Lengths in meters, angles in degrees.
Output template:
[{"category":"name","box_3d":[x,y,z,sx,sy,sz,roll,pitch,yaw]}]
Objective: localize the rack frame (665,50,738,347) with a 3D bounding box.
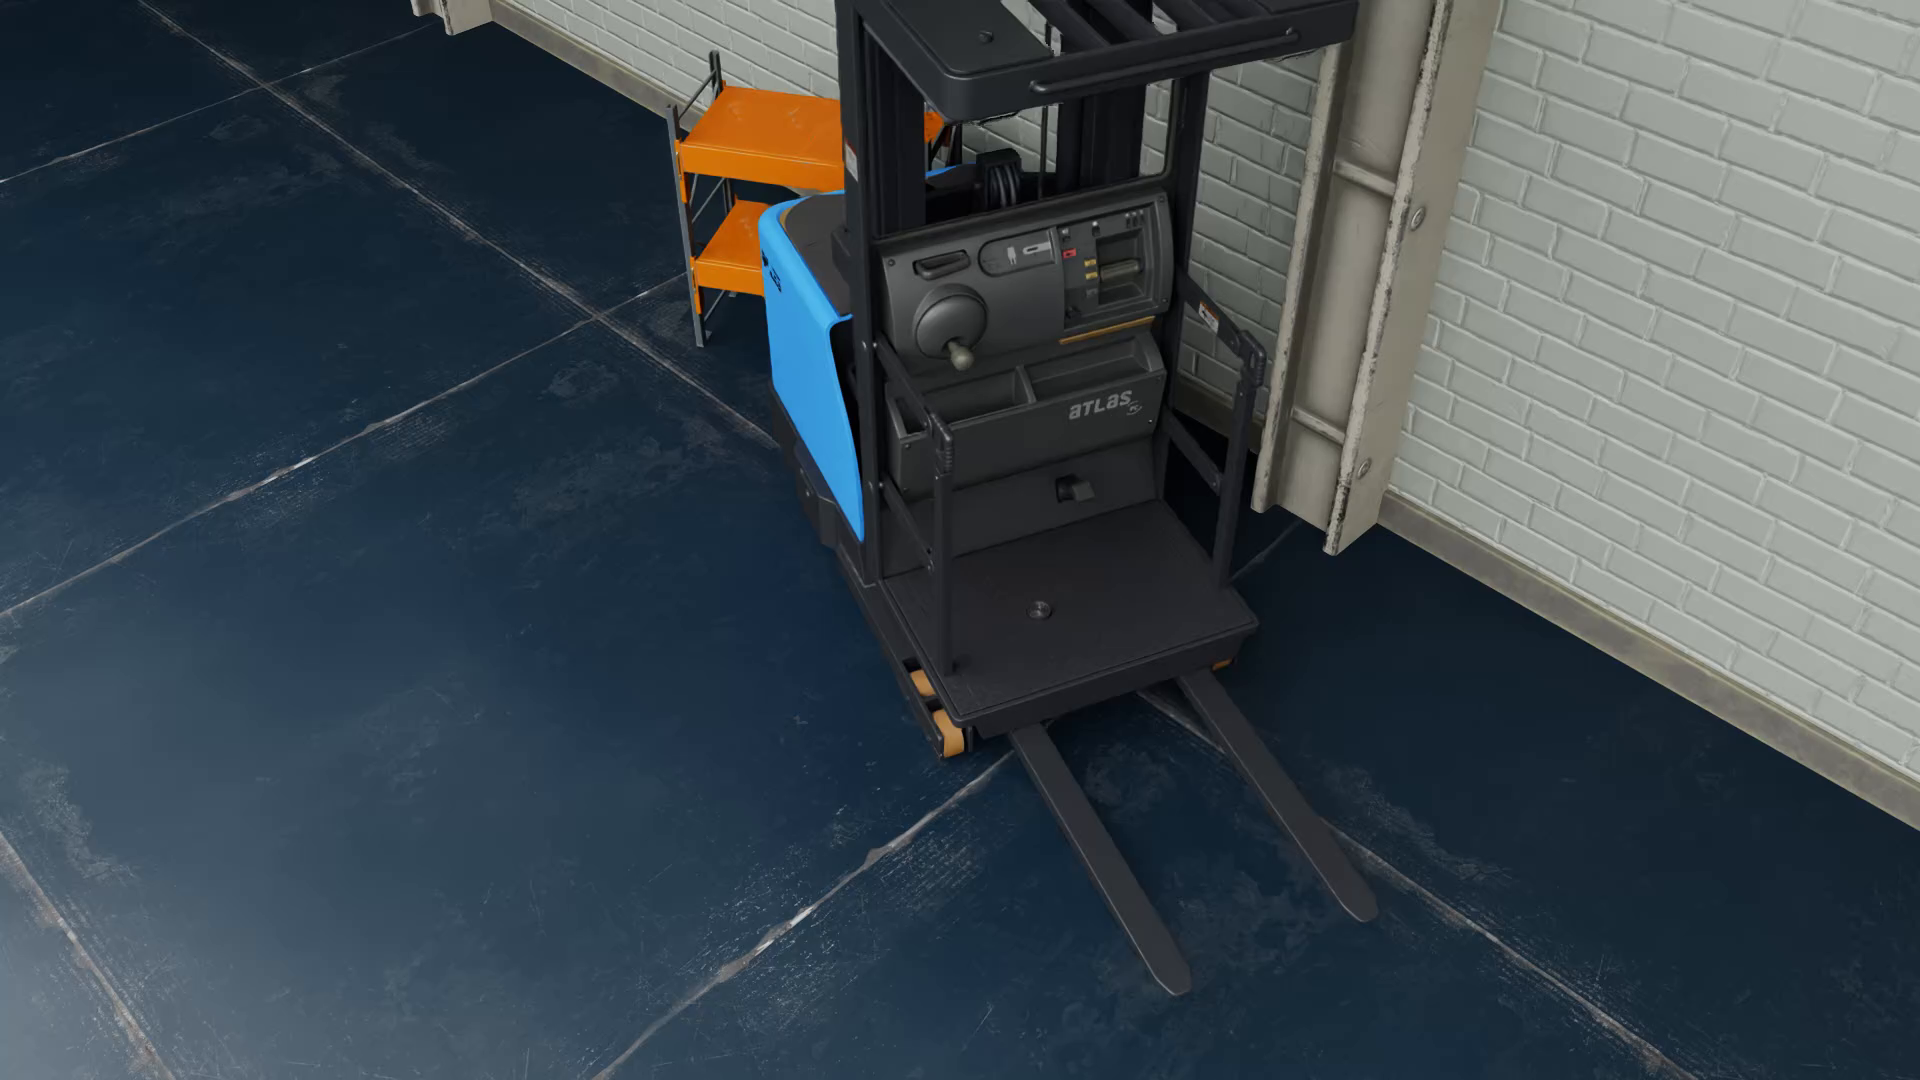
[{"category":"rack frame","box_3d":[-1.055,-1.408,6.945,0.032,1.125,0.500,10,44,11]}]

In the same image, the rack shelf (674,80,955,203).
[{"category":"rack shelf","box_3d":[-0.563,-1.535,6.651,1.000,0.278,0.538,10,44,11]}]

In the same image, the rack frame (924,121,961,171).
[{"category":"rack frame","box_3d":[-0.072,-1.232,6.754,0.032,1.125,0.500,10,44,11]}]

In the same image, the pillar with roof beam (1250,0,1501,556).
[{"category":"pillar with roof beam","box_3d":[-1.689,-1.348,1.078,9.100,9.000,0.400,-34,53,-31]}]

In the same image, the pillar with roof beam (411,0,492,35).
[{"category":"pillar with roof beam","box_3d":[-5.926,-4.231,4.198,9.100,9.000,0.400,-34,53,-31]}]

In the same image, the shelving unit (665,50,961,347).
[{"category":"shelving unit","box_3d":[-0.563,-1.320,6.849,1.048,1.125,0.538,10,44,11]}]

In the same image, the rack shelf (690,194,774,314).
[{"category":"rack shelf","box_3d":[-0.563,-1.140,7.015,1.000,0.278,0.538,10,44,11]}]

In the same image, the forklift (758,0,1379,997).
[{"category":"forklift","box_3d":[0.301,-0.693,4.841,1.130,2.935,3.031,-16,45,-17]}]
